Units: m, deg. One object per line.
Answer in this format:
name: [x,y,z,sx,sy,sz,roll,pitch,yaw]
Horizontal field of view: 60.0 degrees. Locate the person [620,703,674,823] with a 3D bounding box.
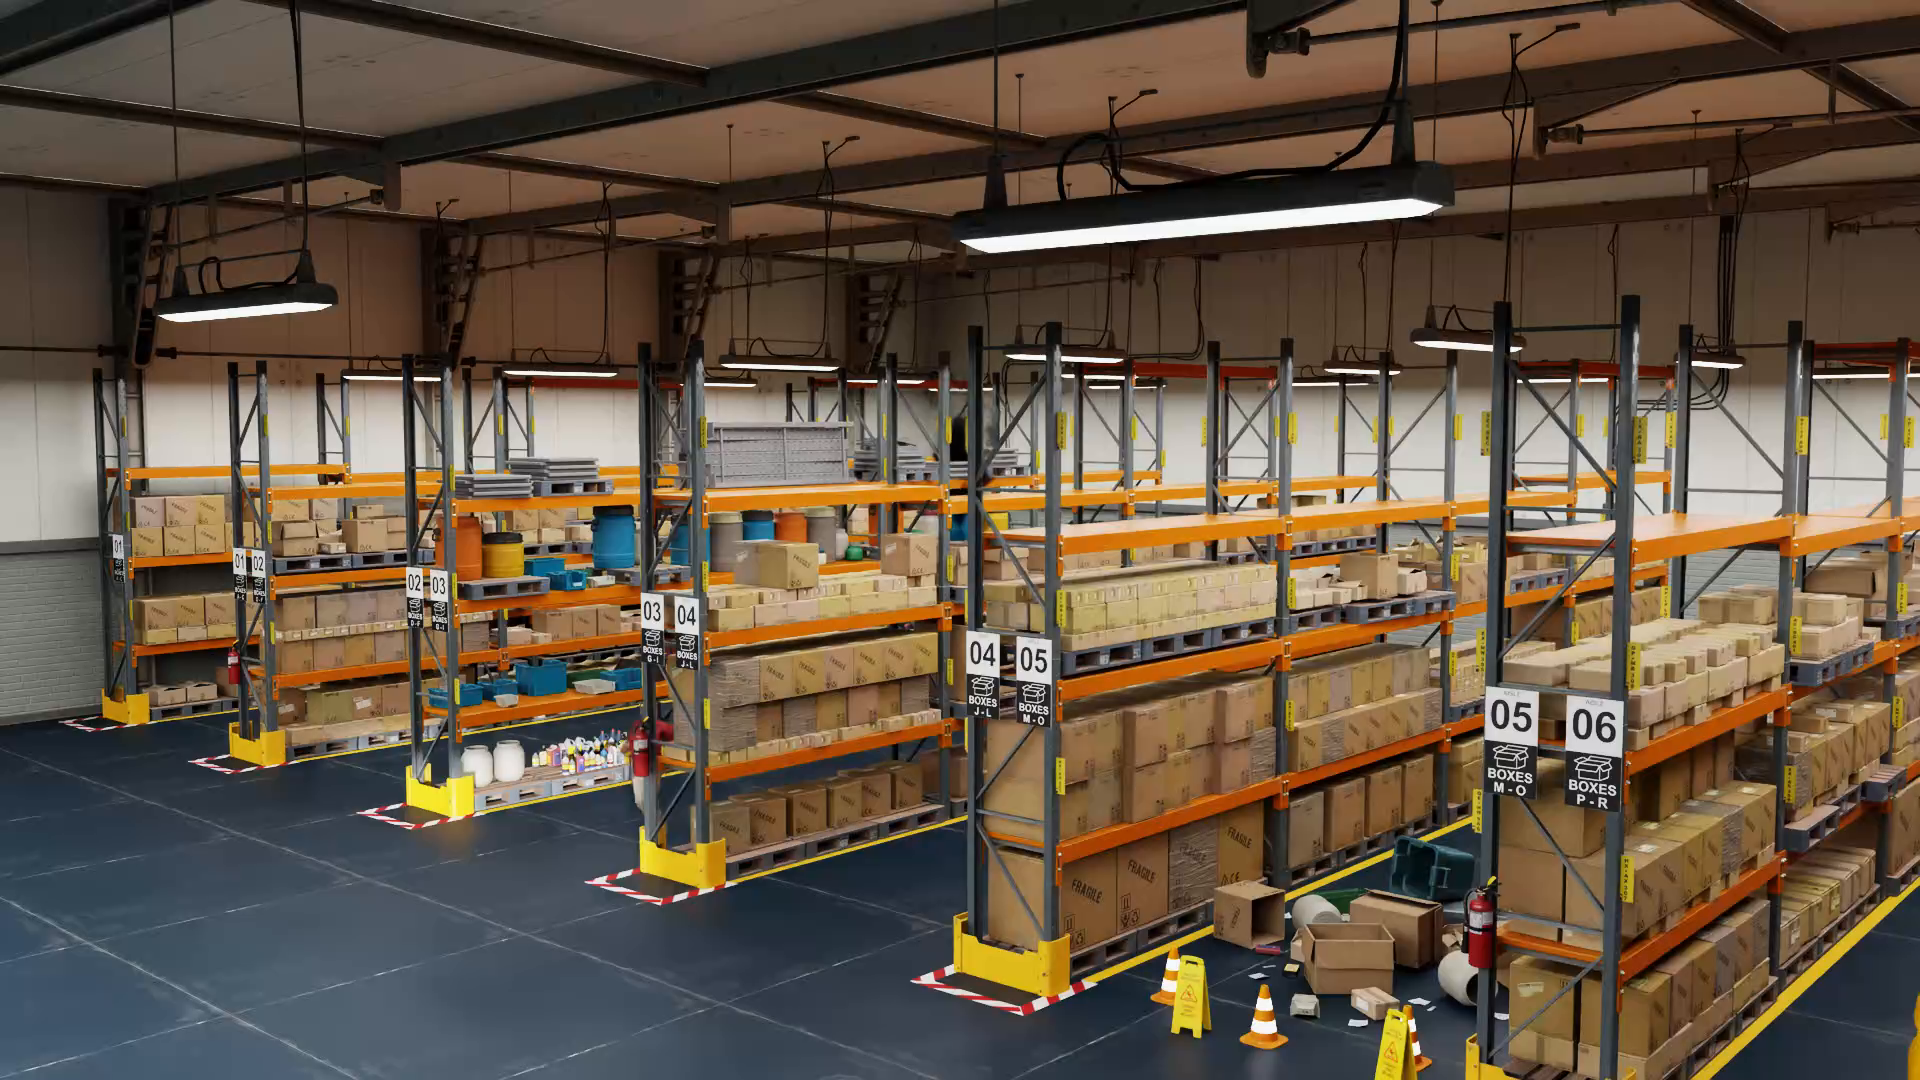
person: [-3.843,2.828,20.301,0.645,1.733,0.651,2,5,29]
